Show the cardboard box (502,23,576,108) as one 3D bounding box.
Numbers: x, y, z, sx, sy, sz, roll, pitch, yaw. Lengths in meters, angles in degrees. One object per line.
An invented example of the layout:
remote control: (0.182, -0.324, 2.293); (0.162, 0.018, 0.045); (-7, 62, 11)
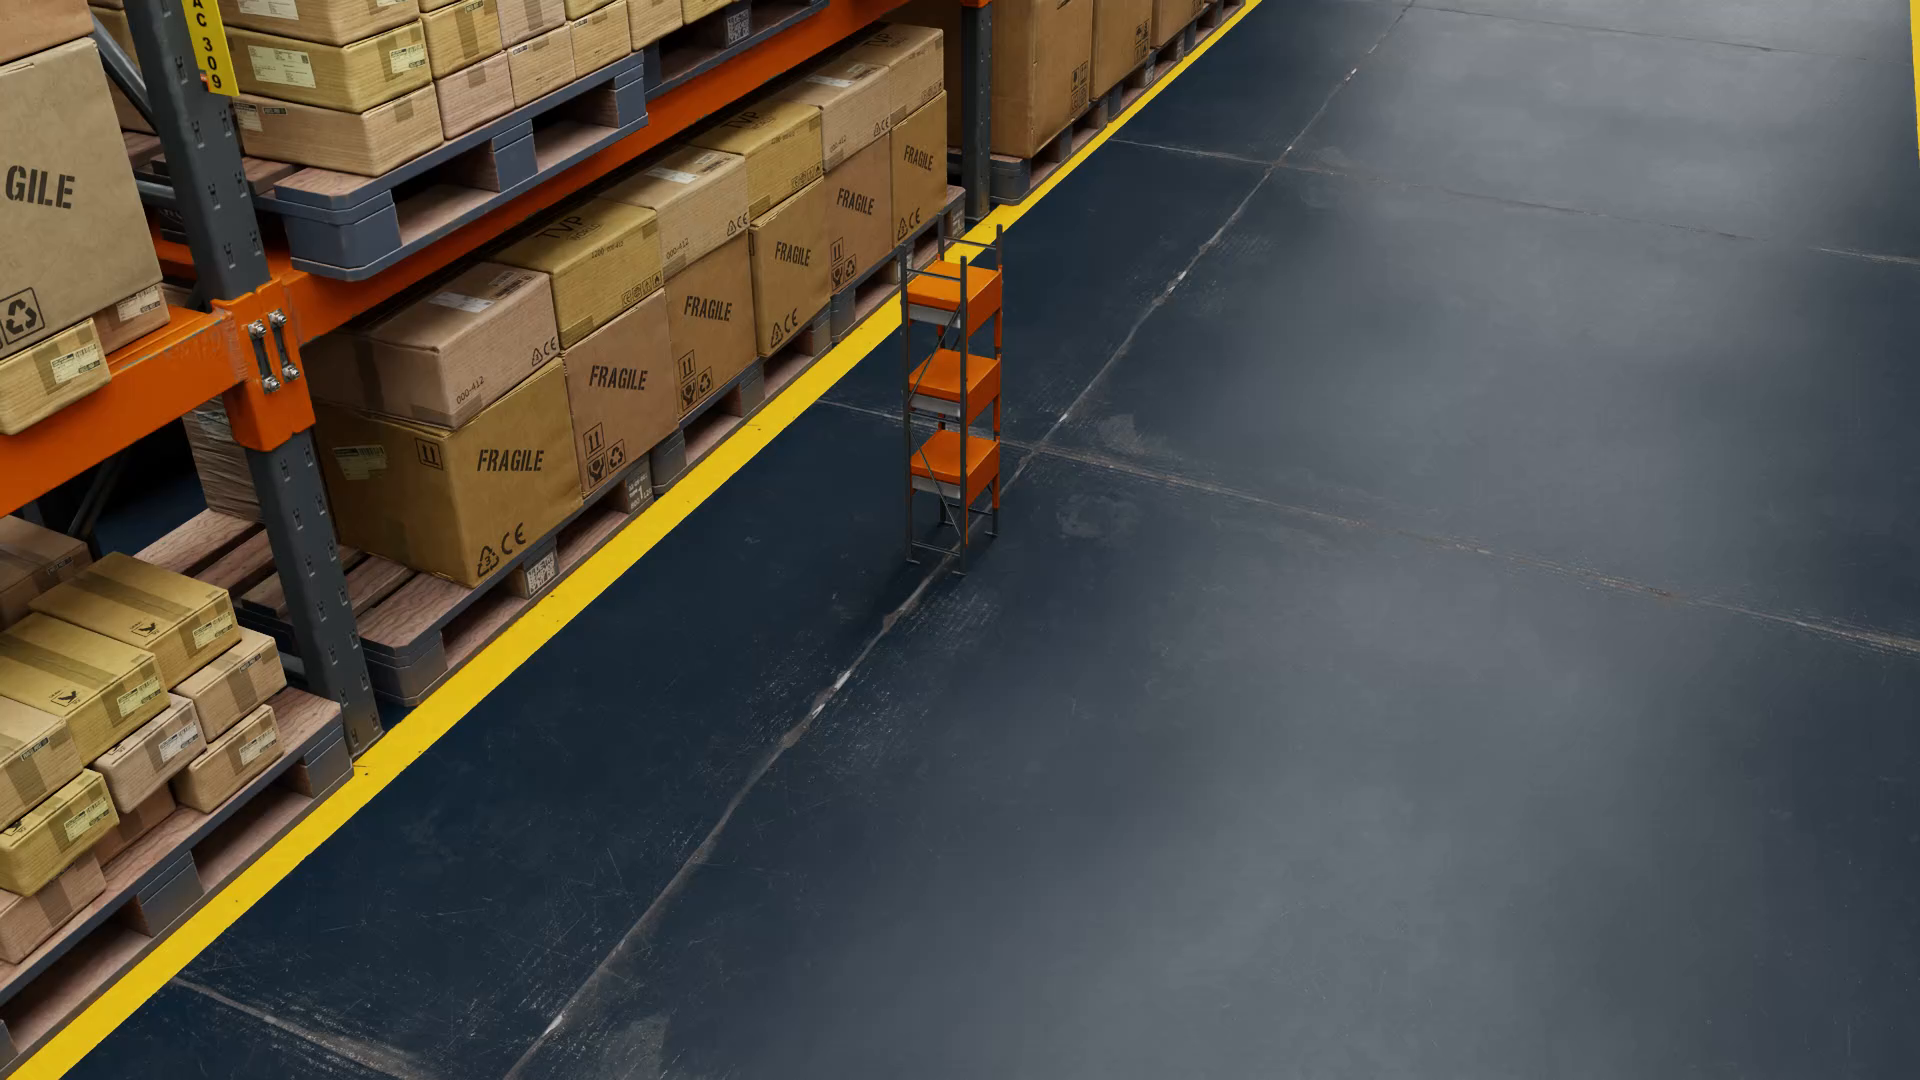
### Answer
cardboard box: (-1.217, -1.238, 4.249); (0.380, 0.149, 0.250); (14, 36, 21)

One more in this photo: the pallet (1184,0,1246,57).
pallet: (1.074, -3.231, 9.984); (1.003, 0.211, 1.213); (14, 36, 20)

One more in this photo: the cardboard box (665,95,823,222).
cardboard box: (-0.821, -1.346, 5.780); (0.500, 0.250, 0.500); (15, 36, 22)

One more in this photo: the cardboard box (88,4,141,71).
cardboard box: (-2.031, -1.252, 3.999); (0.380, 0.149, 0.250); (15, 36, 22)

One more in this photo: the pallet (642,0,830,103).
pallet: (-1.136, -1.731, 5.329); (1.003, 0.211, 1.213); (14, 36, 20)

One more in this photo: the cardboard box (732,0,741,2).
cardboard box: (-0.786, -1.751, 5.032); (0.380, 0.149, 0.250); (13, 35, 18)

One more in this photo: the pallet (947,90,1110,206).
pallet: (0.054, -2.015, 8.131); (1.003, 0.211, 1.213); (14, 36, 20)

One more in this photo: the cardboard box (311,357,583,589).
cardboard box: (-1.468, -0.251, 4.795); (0.500, 0.500, 0.500); (16, 36, 22)

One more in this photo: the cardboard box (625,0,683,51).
cardboard box: (-1.005, -1.490, 4.633); (0.380, 0.149, 0.250); (13, 35, 18)

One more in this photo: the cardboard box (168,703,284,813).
cardboard box: (-1.873, 0.476, 4.005); (0.380, 0.149, 0.250); (15, 36, 21)

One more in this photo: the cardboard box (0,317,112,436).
cardboard box: (-1.934, -0.360, 3.292); (0.380, 0.149, 0.250); (13, 36, 19)

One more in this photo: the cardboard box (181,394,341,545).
cardboard box: (-1.937, -0.371, 4.976); (0.500, 0.500, 0.500); (13, 36, 20)

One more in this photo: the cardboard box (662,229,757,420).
cardboard box: (-1.041, -0.779, 5.600); (0.500, 0.500, 0.500); (15, 36, 21)

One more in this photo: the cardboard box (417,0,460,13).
cardboard box: (-1.325, -1.364, 3.899); (0.380, 0.149, 0.250); (15, 36, 22)

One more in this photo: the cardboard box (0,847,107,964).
cardboard box: (-2.109, 0.733, 3.614); (0.380, 0.149, 0.250); (13, 35, 19)

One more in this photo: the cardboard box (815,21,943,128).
cardboard box: (-0.393, -1.849, 6.547); (0.500, 0.250, 0.500); (13, 36, 19)

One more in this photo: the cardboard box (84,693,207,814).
cardboard box: (-1.963, 0.446, 3.780); (0.380, 0.149, 0.250); (12, 35, 18)

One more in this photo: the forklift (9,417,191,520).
forklift: (-2.682, -2.080, 5.749); (1.130, 2.935, 3.031); (14, 36, 21)

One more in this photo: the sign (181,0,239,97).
sign: (-1.522, -1.055, 3.334); (0.100, 0.325, 0.005); (14, 36, 20)

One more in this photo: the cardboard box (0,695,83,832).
cardboard box: (-2.099, 0.453, 3.498); (0.380, 0.149, 0.250); (14, 36, 20)

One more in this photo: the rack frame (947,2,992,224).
rack frame: (-0.345, -2.806, 6.794); (1.000, 3.000, 0.127); (14, 36, 20)

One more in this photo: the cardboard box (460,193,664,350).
cardboard box: (-1.249, -0.831, 4.995); (0.500, 0.250, 0.500); (15, 36, 22)

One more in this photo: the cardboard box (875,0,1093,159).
cardboard box: (-0.008, -2.324, 7.727); (1.050, 0.750, 0.750); (14, 36, 20)

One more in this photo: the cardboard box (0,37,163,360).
cardboard box: (-1.964, -0.674, 3.181); (0.500, 0.500, 0.500); (14, 36, 21)

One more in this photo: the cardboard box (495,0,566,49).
cardboard box: (-1.221, -1.358, 4.160); (0.380, 0.149, 0.250); (15, 36, 22)

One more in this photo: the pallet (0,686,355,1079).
pallet: (-2.267, 0.695, 3.998); (1.003, 0.211, 1.213); (14, 36, 20)

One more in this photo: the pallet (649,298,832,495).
pallet: (-1.185, -0.646, 6.042); (1.003, 0.211, 1.213); (14, 36, 20)

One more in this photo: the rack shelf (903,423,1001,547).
rack shelf: (-0.022, -0.171, 5.080); (0.215, 0.259, 0.240); (14, 36, 20)

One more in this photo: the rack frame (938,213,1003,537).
rack frame: (0.029, -0.473, 5.014); (0.200, 1.050, 0.008); (14, 36, 20)

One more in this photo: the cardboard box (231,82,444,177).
cardboard box: (-1.436, -0.975, 3.848); (0.380, 0.149, 0.250); (12, 35, 18)

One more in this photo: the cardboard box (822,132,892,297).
cardboard box: (-0.603, -1.291, 6.380); (0.500, 0.500, 0.500); (16, 36, 22)

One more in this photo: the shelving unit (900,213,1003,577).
shelving unit: (-0.022, -0.412, 4.921); (0.215, 1.050, 0.252); (14, 36, 20)

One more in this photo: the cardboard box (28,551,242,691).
cardboard box: (-1.931, 0.191, 3.898); (0.380, 0.149, 0.250); (15, 36, 22)

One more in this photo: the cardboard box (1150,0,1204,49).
cardboard box: (0.744, -3.224, 9.100); (1.050, 0.750, 0.750); (14, 36, 20)

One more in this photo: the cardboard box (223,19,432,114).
cardboard box: (-1.436, -1.100, 3.766); (0.380, 0.149, 0.250); (15, 36, 21)

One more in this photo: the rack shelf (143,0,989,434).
rack shelf: (-1.182, -1.509, 5.472); (1.077, 0.370, 4.000); (14, 36, 20)
